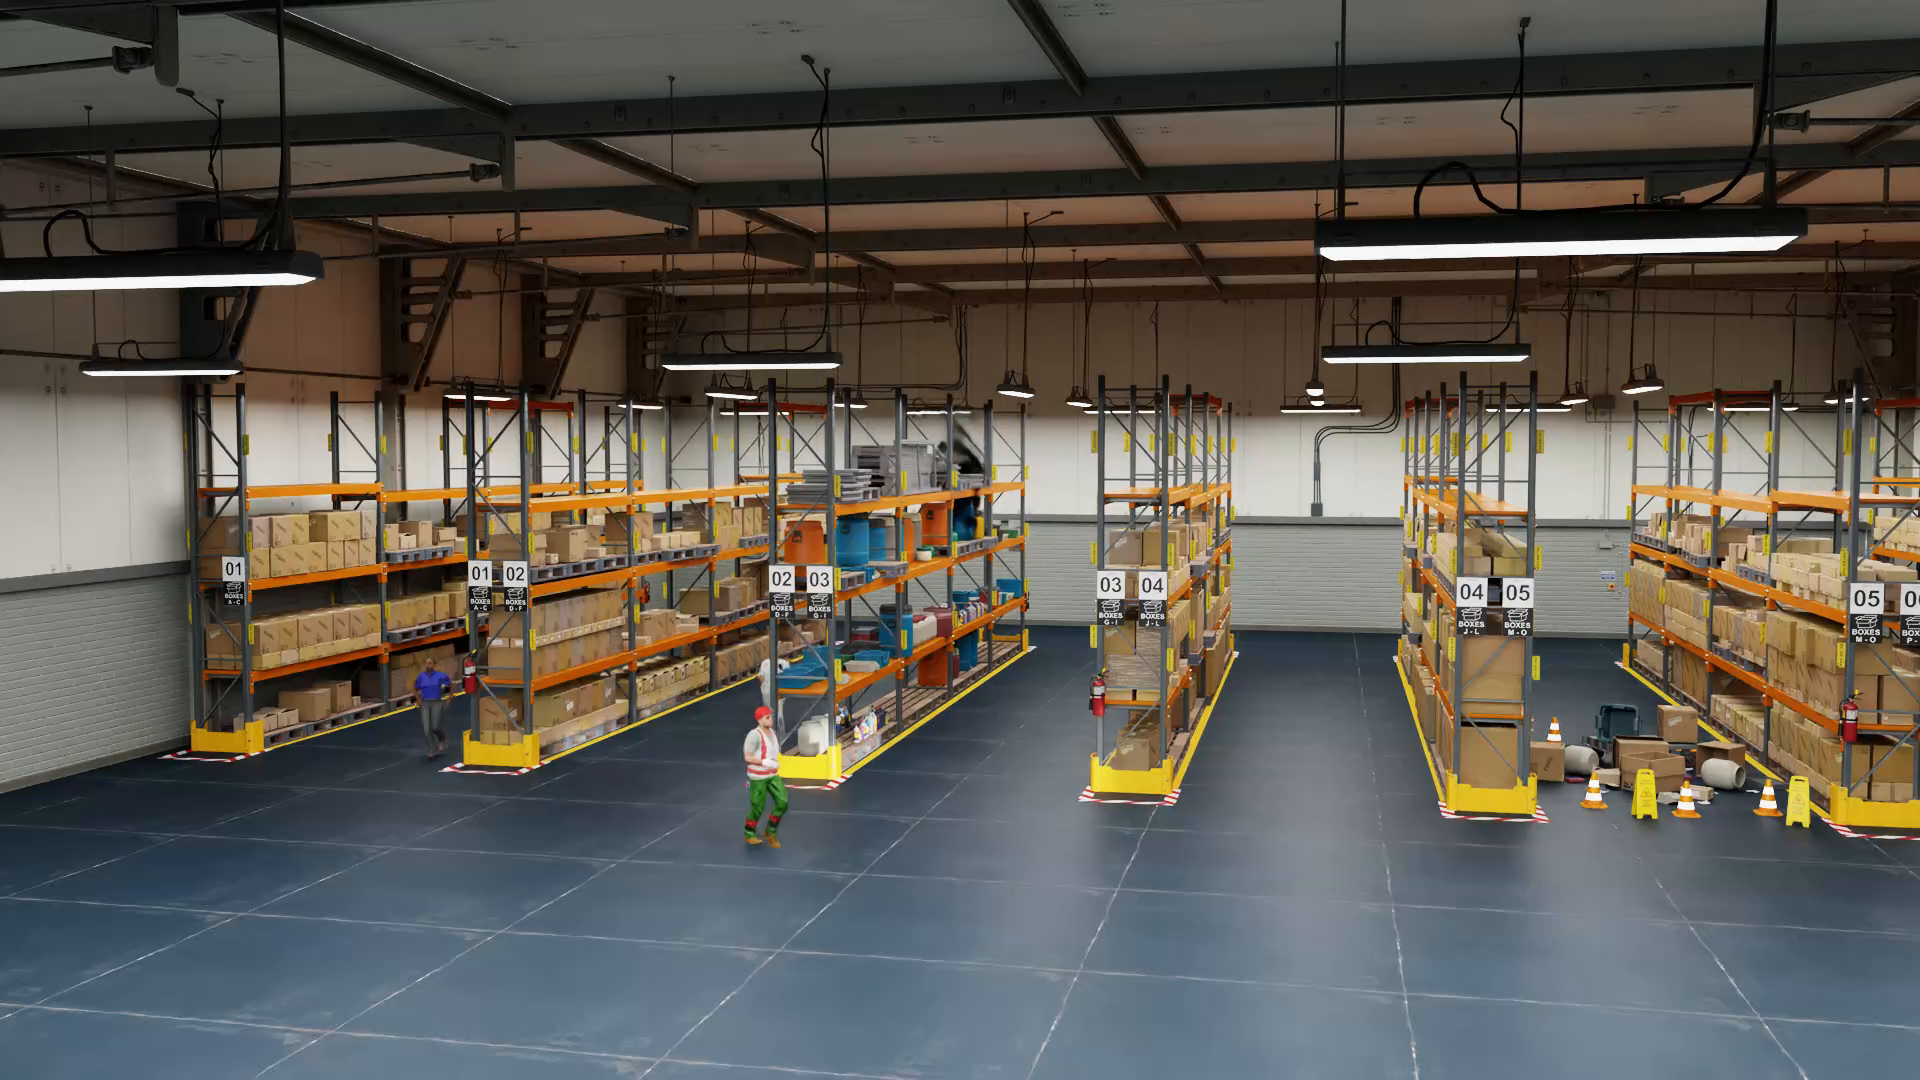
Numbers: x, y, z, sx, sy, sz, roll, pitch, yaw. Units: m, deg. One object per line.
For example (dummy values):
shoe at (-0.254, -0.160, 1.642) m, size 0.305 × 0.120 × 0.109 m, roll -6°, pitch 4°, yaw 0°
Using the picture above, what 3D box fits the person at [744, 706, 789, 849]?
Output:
person at (-2.406, 2.947, 20.522) m, size 0.717 × 1.802 × 0.639 m, roll 3°, pitch 4°, yaw 39°

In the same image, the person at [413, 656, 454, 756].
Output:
person at (-8.448, 2.676, 26.602) m, size 0.618 × 1.595 × 0.548 m, roll 0°, pitch 3°, yaw -2°

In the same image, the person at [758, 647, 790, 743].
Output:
person at (-3.126, 2.588, 27.890) m, size 0.589 × 1.652 × 0.596 m, roll 1°, pitch 3°, yaw 11°
